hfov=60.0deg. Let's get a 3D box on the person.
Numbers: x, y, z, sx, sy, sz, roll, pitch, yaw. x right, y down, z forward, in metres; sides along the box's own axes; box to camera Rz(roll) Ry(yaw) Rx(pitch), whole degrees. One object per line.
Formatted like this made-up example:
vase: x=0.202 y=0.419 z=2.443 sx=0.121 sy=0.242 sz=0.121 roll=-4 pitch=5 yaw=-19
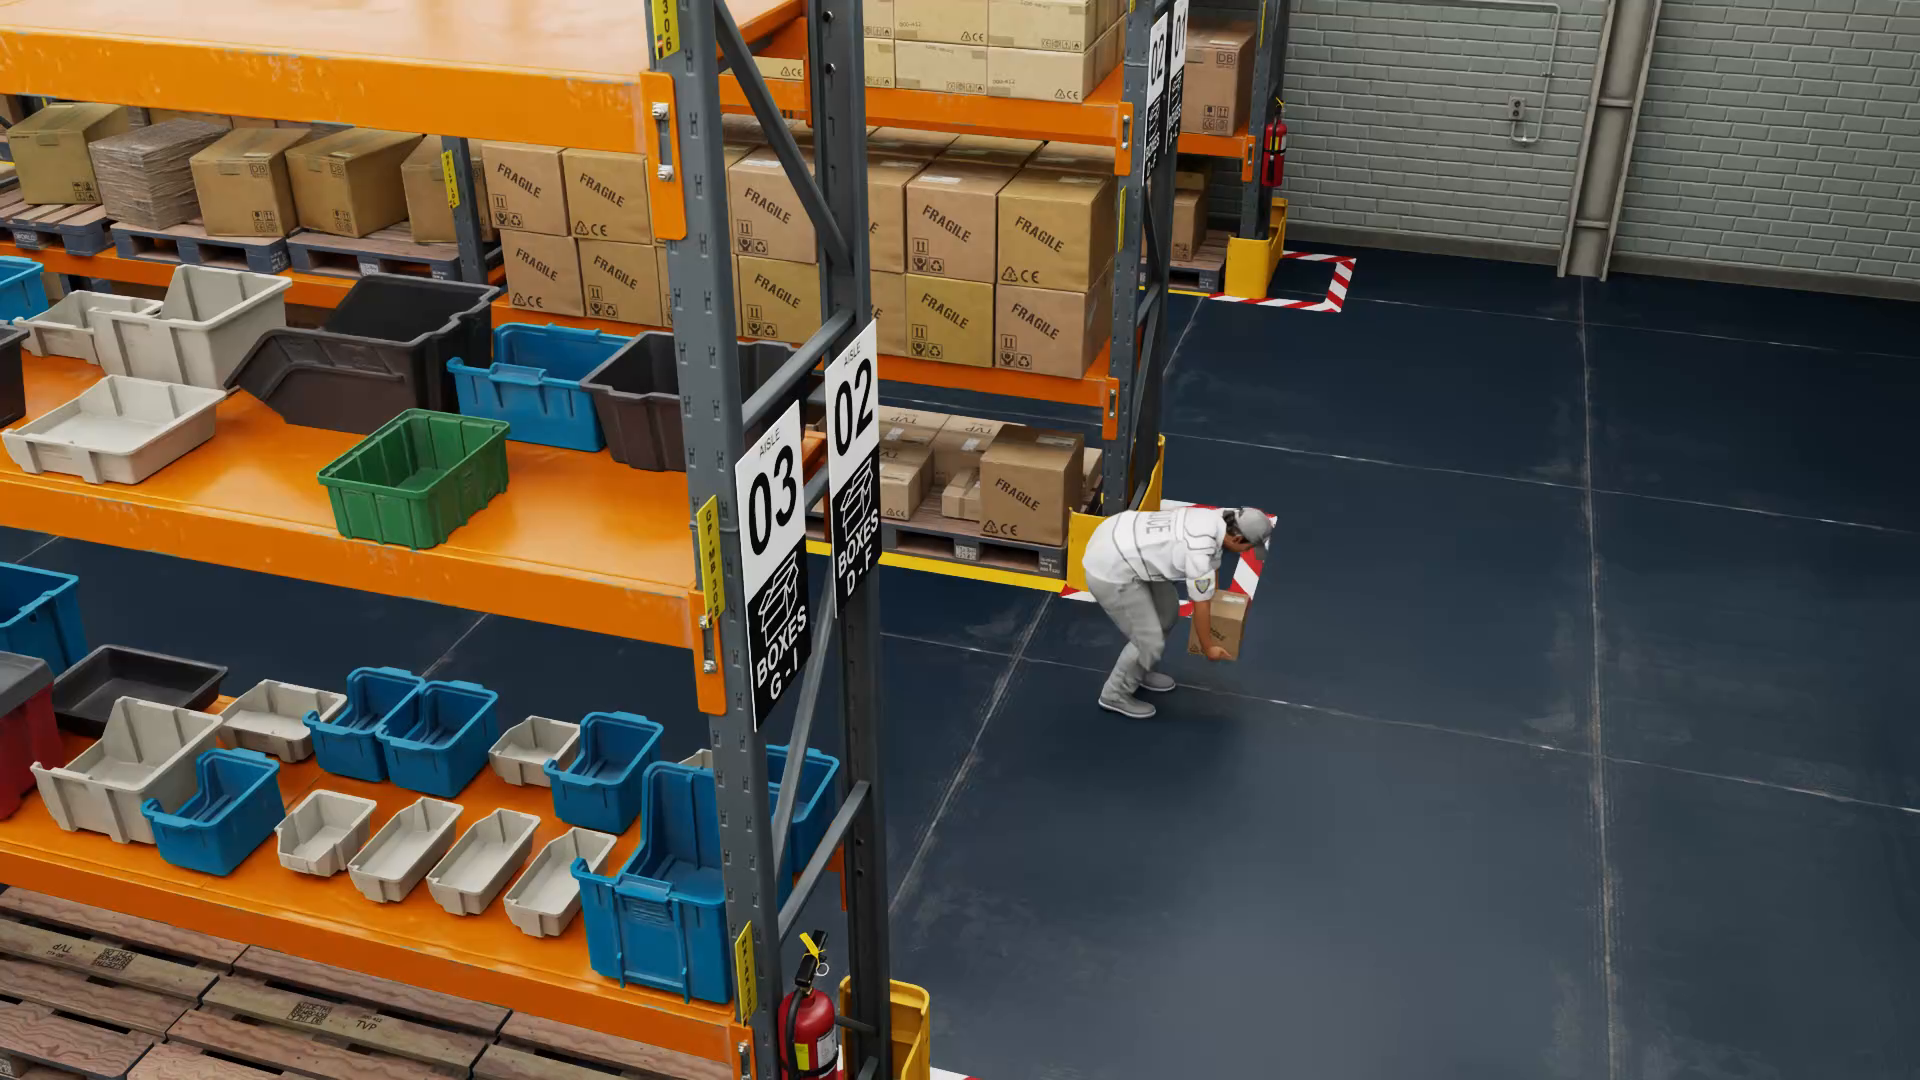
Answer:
person: x=1.070 y=0.333 z=8.409 sx=0.916 sy=1.177 sz=0.476 roll=7 pitch=30 yaw=13
